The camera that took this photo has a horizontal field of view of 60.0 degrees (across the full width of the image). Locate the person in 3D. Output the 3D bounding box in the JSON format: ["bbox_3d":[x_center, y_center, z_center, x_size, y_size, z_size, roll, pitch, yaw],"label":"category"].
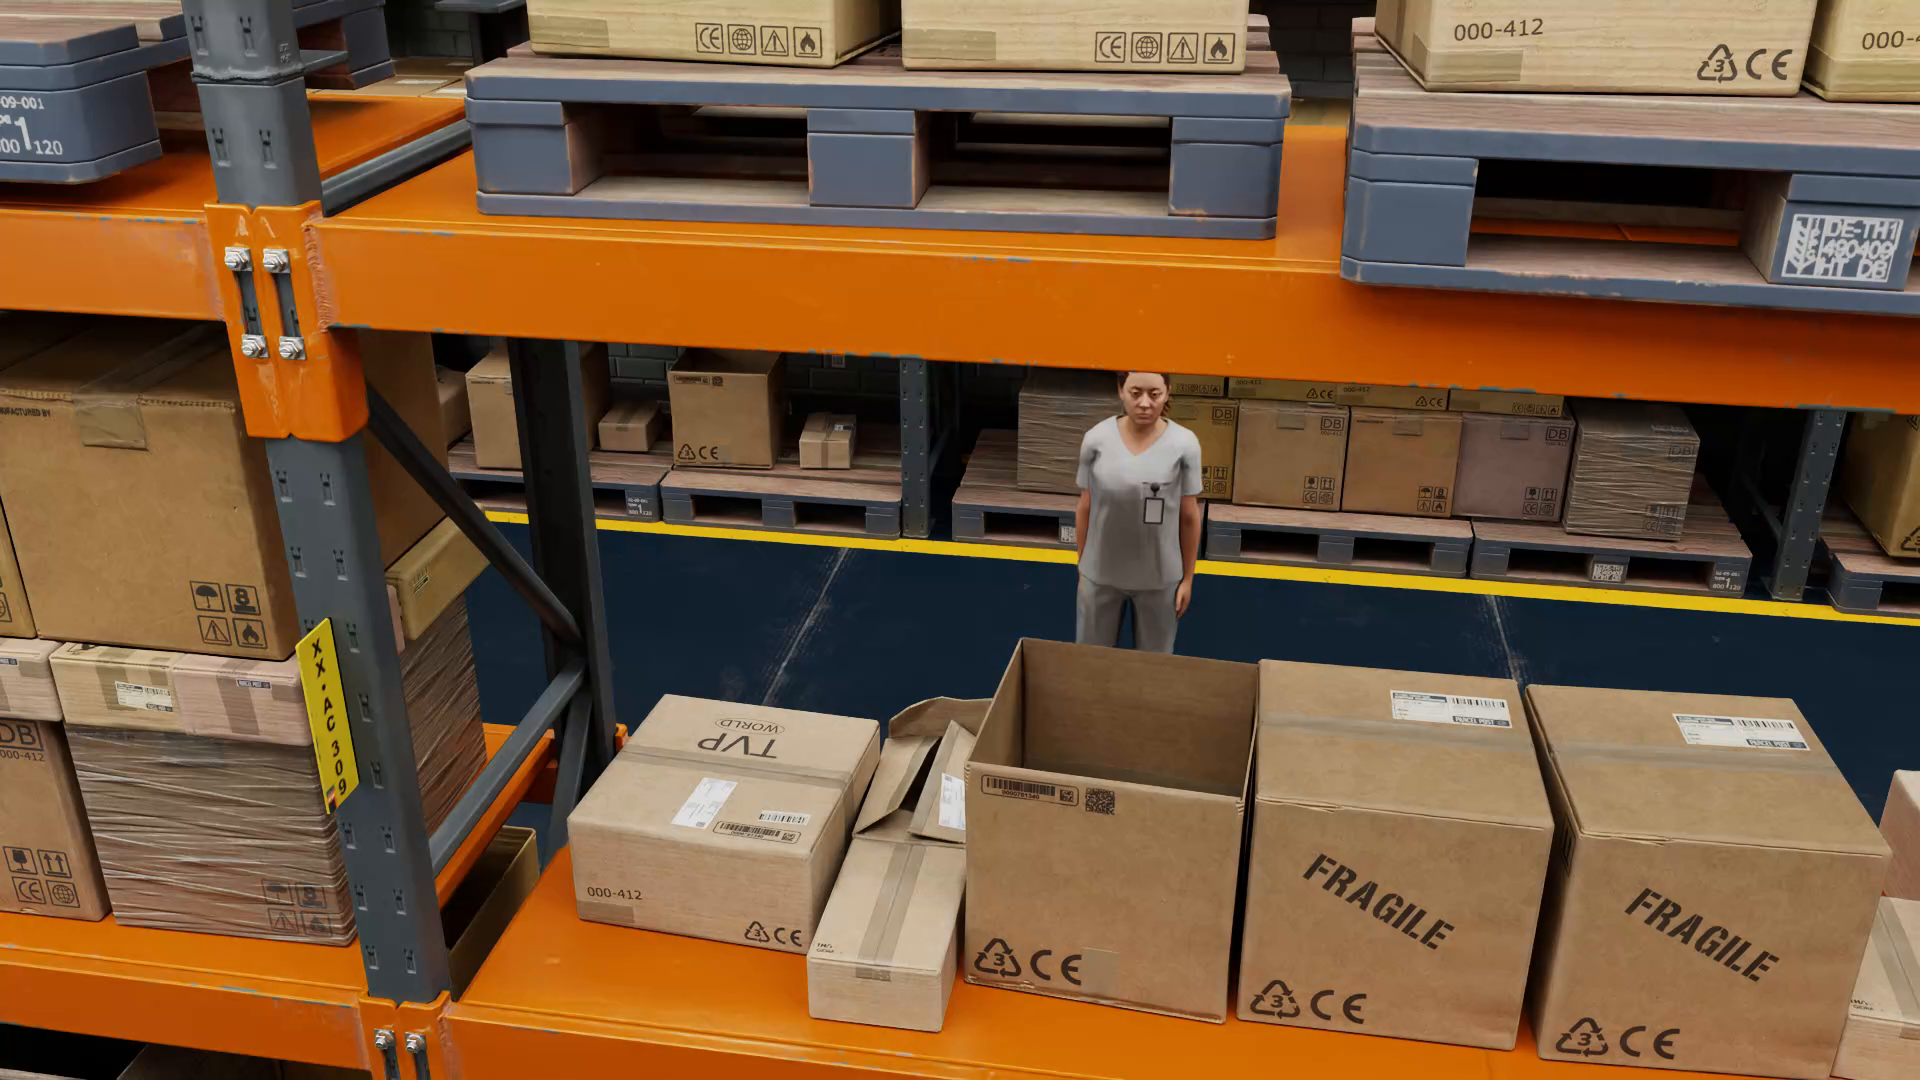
[{"bbox_3d":[0.611,0.131,5.839,0.439,1.670,0.366,5,25,10],"label":"person"}]
